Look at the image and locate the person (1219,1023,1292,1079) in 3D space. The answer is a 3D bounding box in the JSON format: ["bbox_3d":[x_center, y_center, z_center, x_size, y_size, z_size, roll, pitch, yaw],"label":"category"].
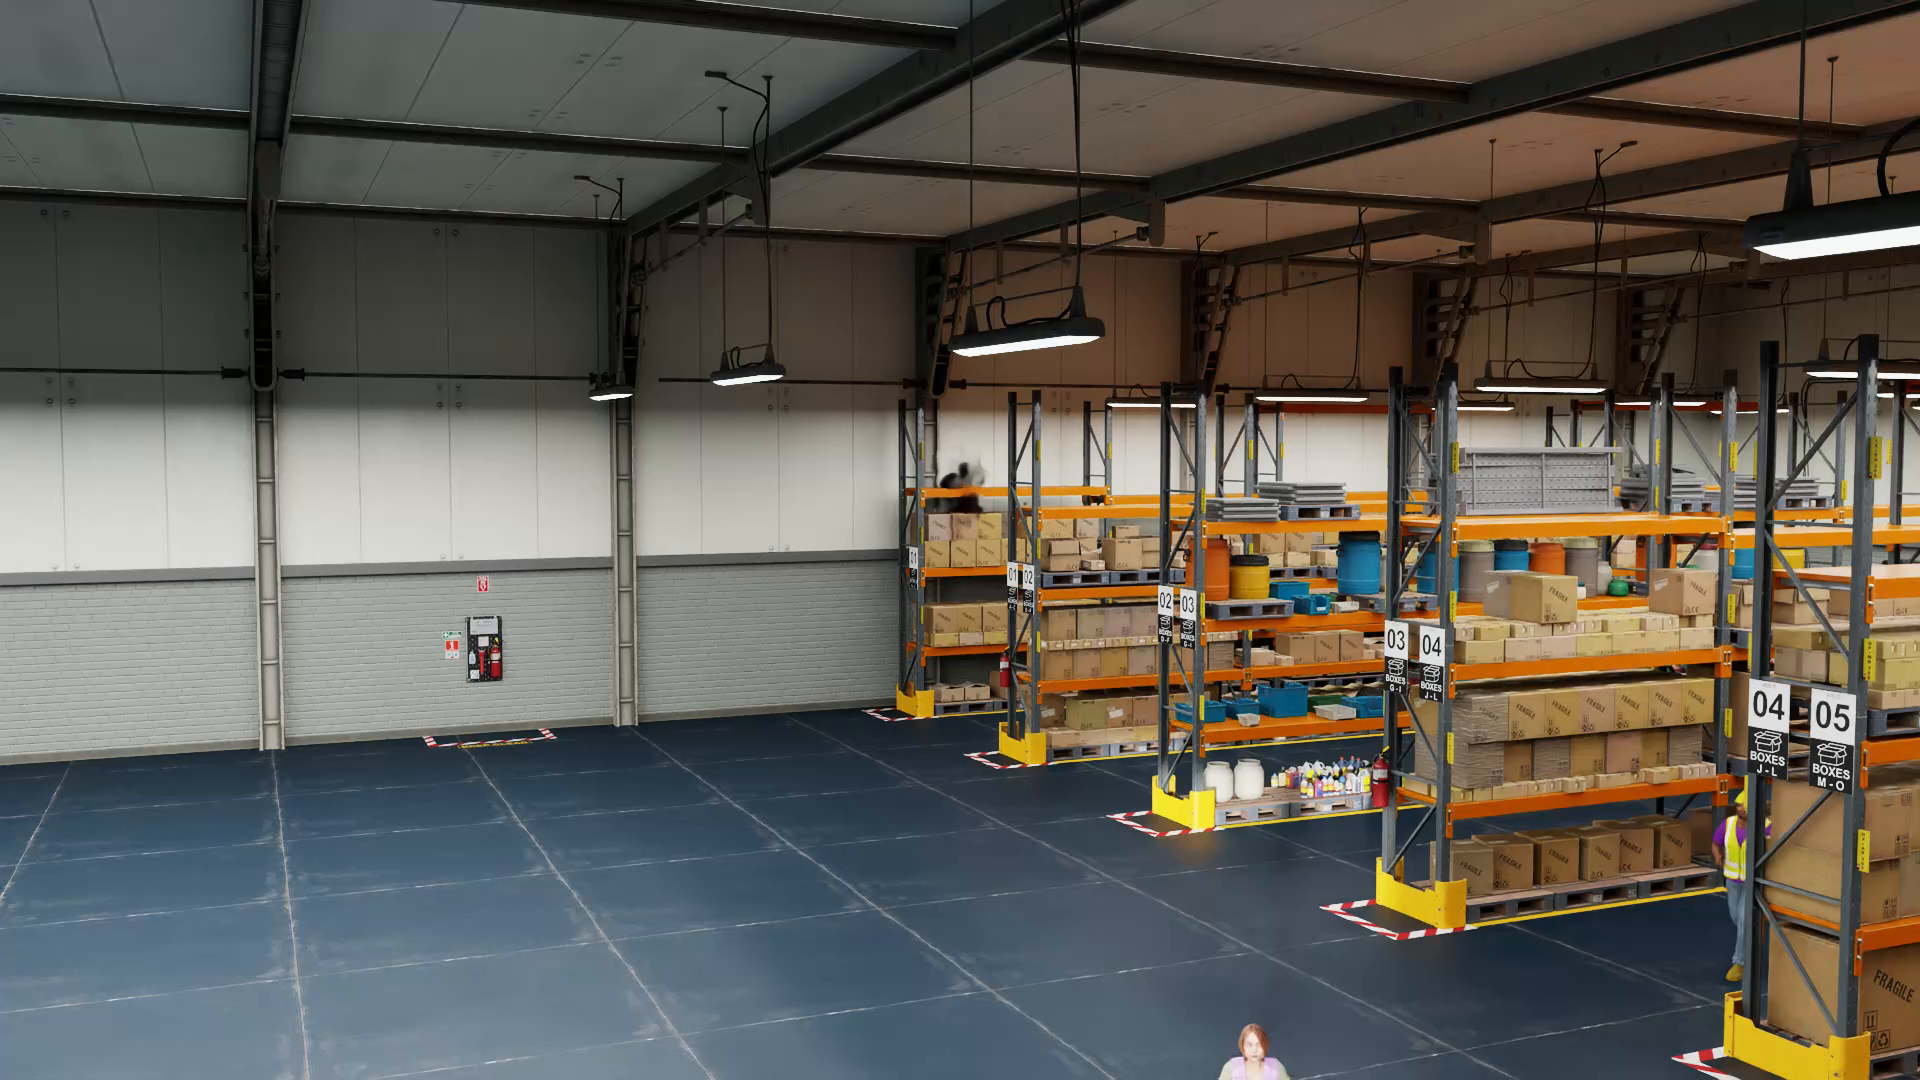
[{"bbox_3d":[1.813,3.773,10.294,0.538,1.564,0.535,1,3,14],"label":"person"}]

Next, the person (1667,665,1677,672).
[{"bbox_3d":[12.502,2.534,29.690,0.733,1.815,0.641,-3,4,-37],"label":"person"}]

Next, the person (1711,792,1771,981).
[{"bbox_3d":[7.685,3.325,16.223,0.865,1.784,0.726,-3,4,-39],"label":"person"}]
